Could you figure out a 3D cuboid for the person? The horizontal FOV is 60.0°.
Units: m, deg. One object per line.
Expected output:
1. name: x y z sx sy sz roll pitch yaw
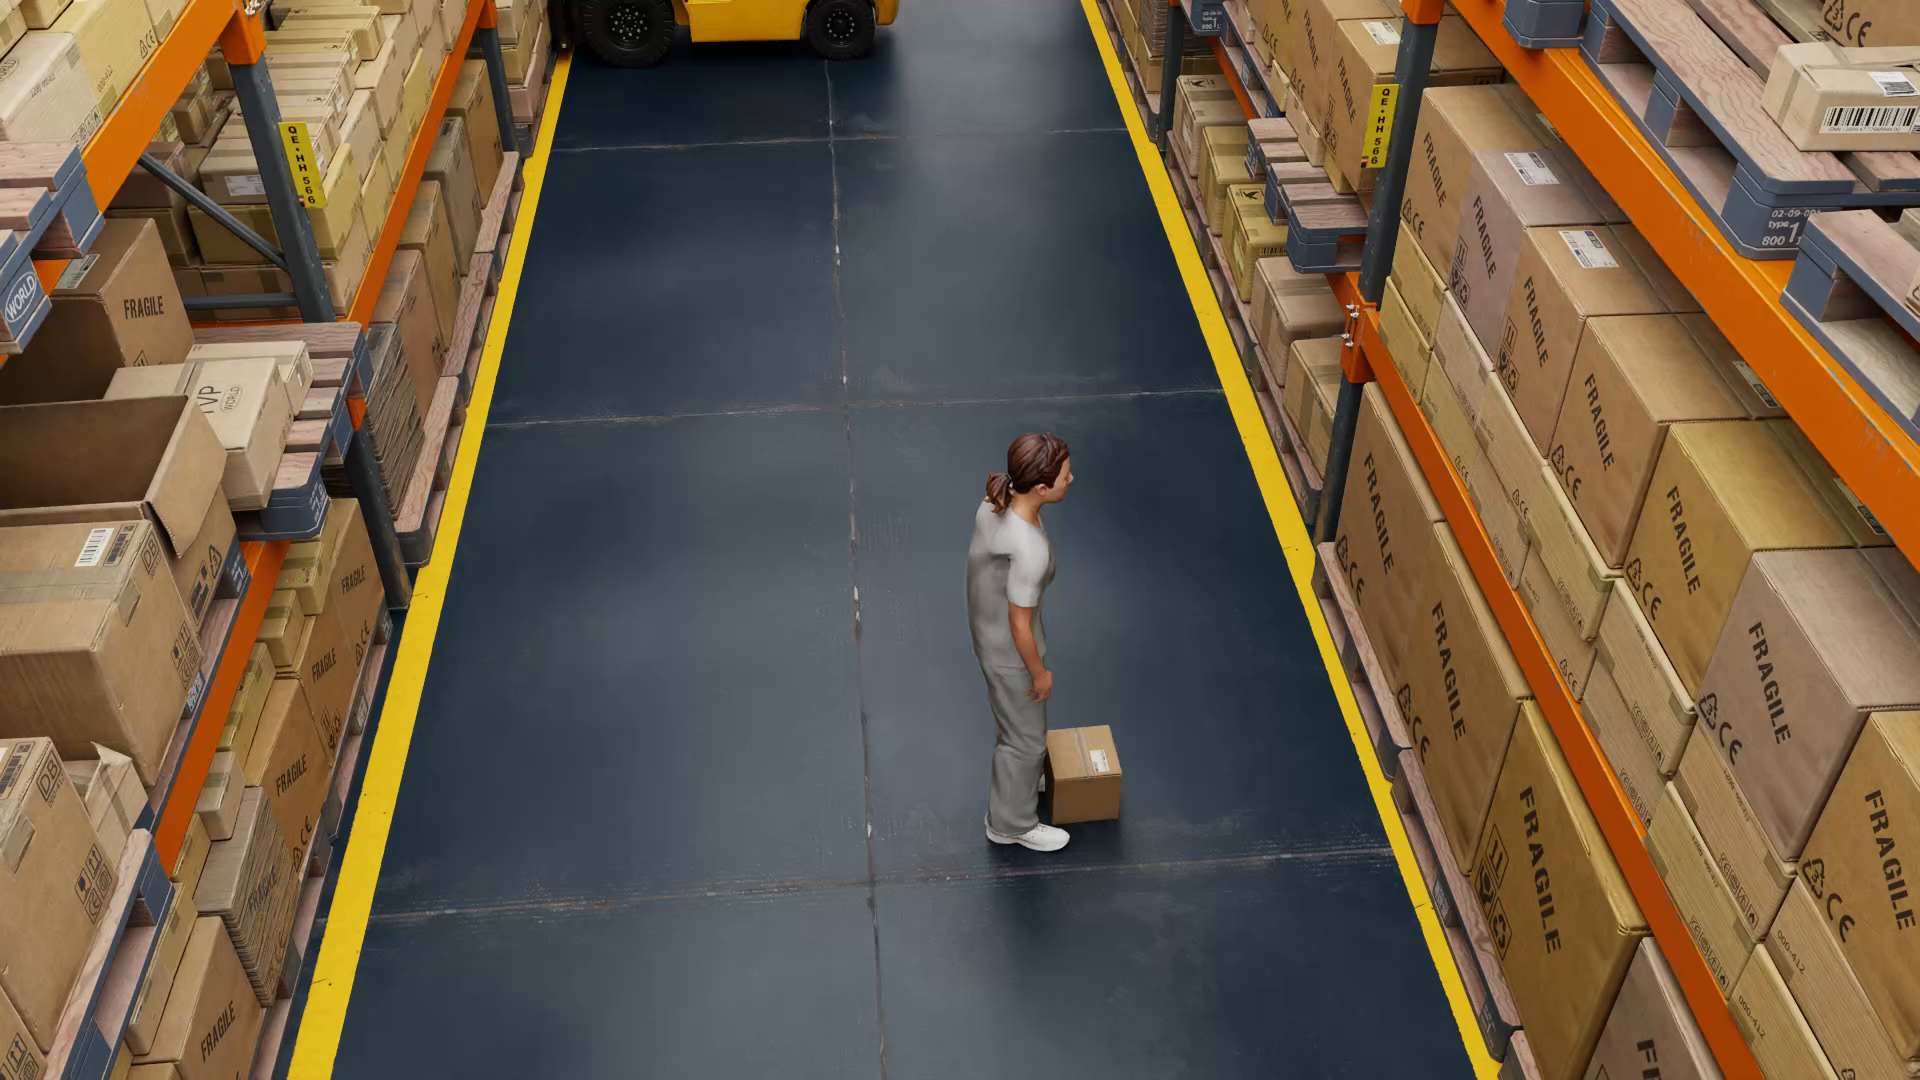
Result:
1. person: 0.233 0.342 5.738 0.409 1.673 0.514 -5 40 -6
